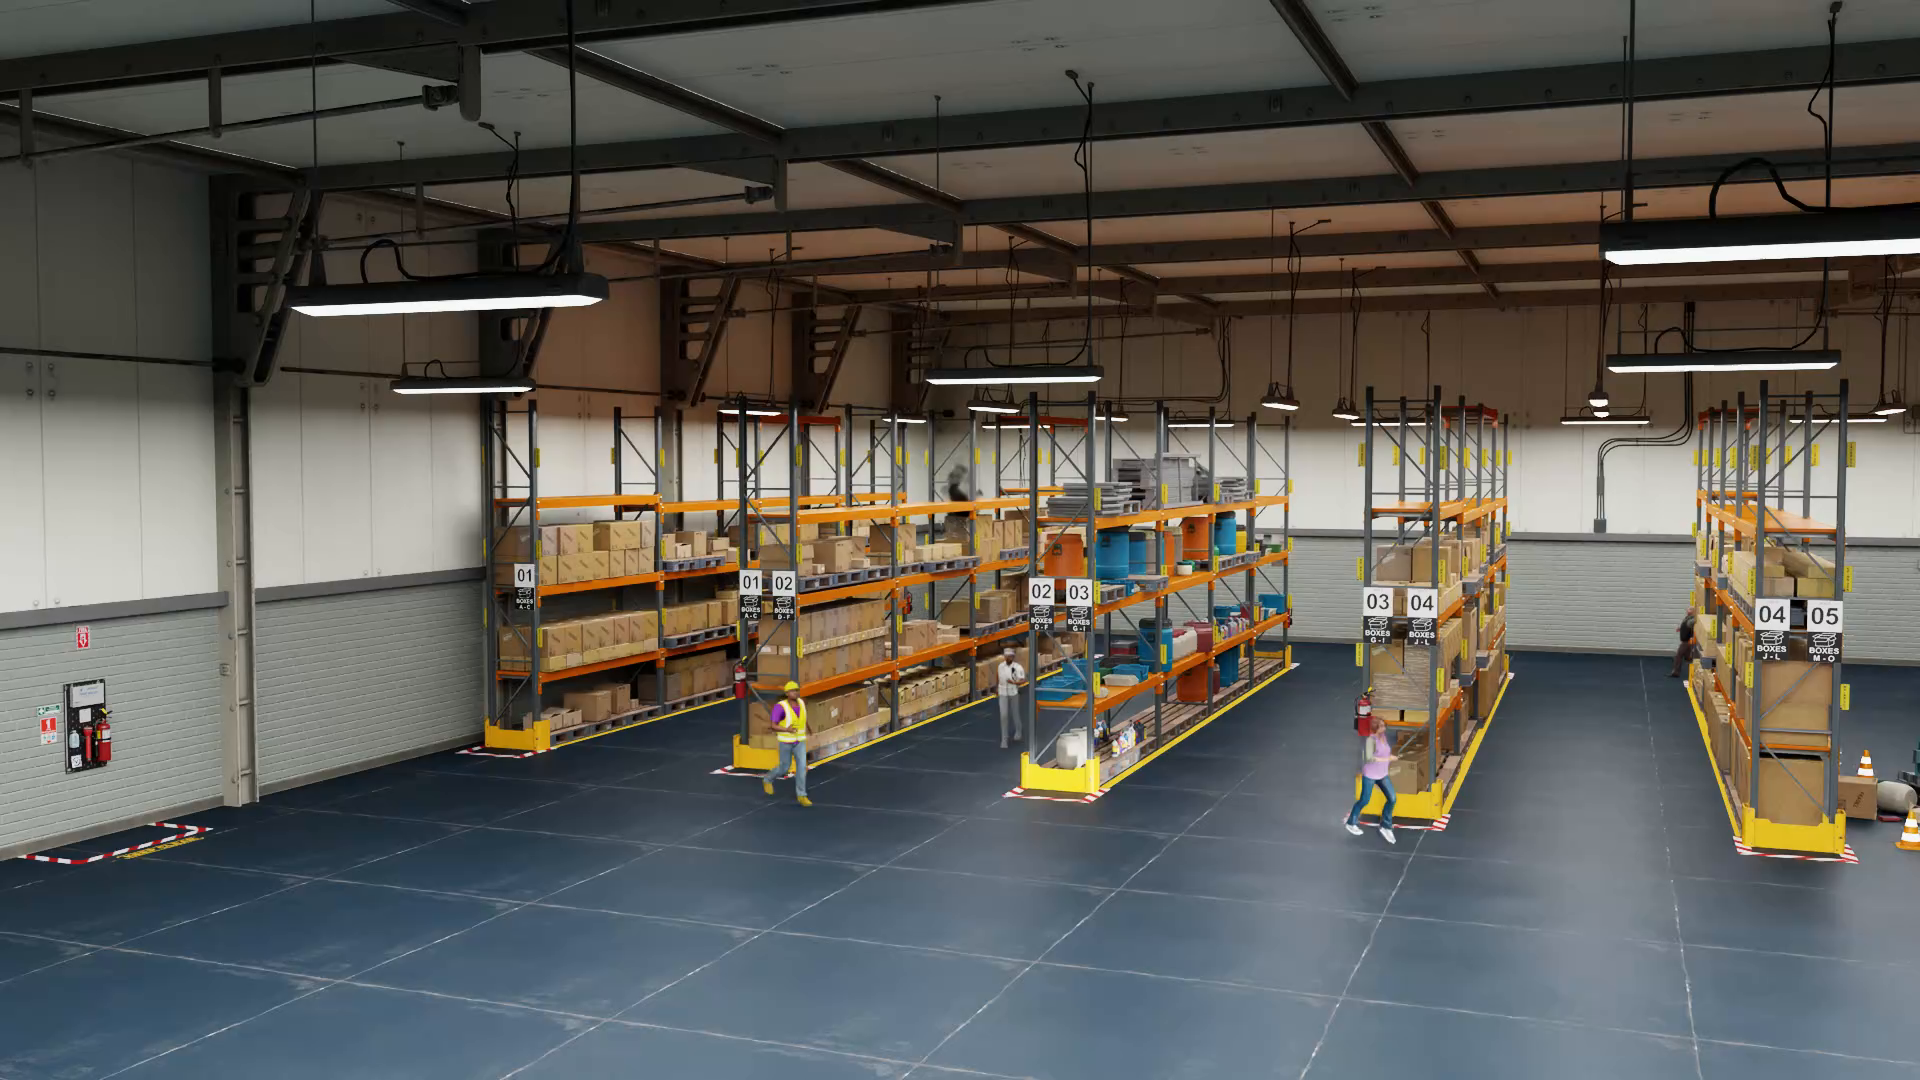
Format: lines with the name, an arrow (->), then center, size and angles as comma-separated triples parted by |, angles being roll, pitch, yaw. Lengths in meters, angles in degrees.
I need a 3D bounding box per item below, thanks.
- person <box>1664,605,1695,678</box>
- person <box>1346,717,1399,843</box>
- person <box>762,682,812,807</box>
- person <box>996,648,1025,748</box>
person -> 16.419, 2.295, 37.560 | 0.883, 1.684, 0.709 | 1, 3, 18
person -> 5.439, 3.115, 21.725 | 0.548, 1.619, 0.777 | -2, 3, -36
person -> -2.468, 2.928, 24.141 | 0.710, 1.772, 0.975 | -2, 4, -38
person -> 0.877, 2.707, 28.908 | 0.567, 1.692, 0.933 | 1, 3, 14
